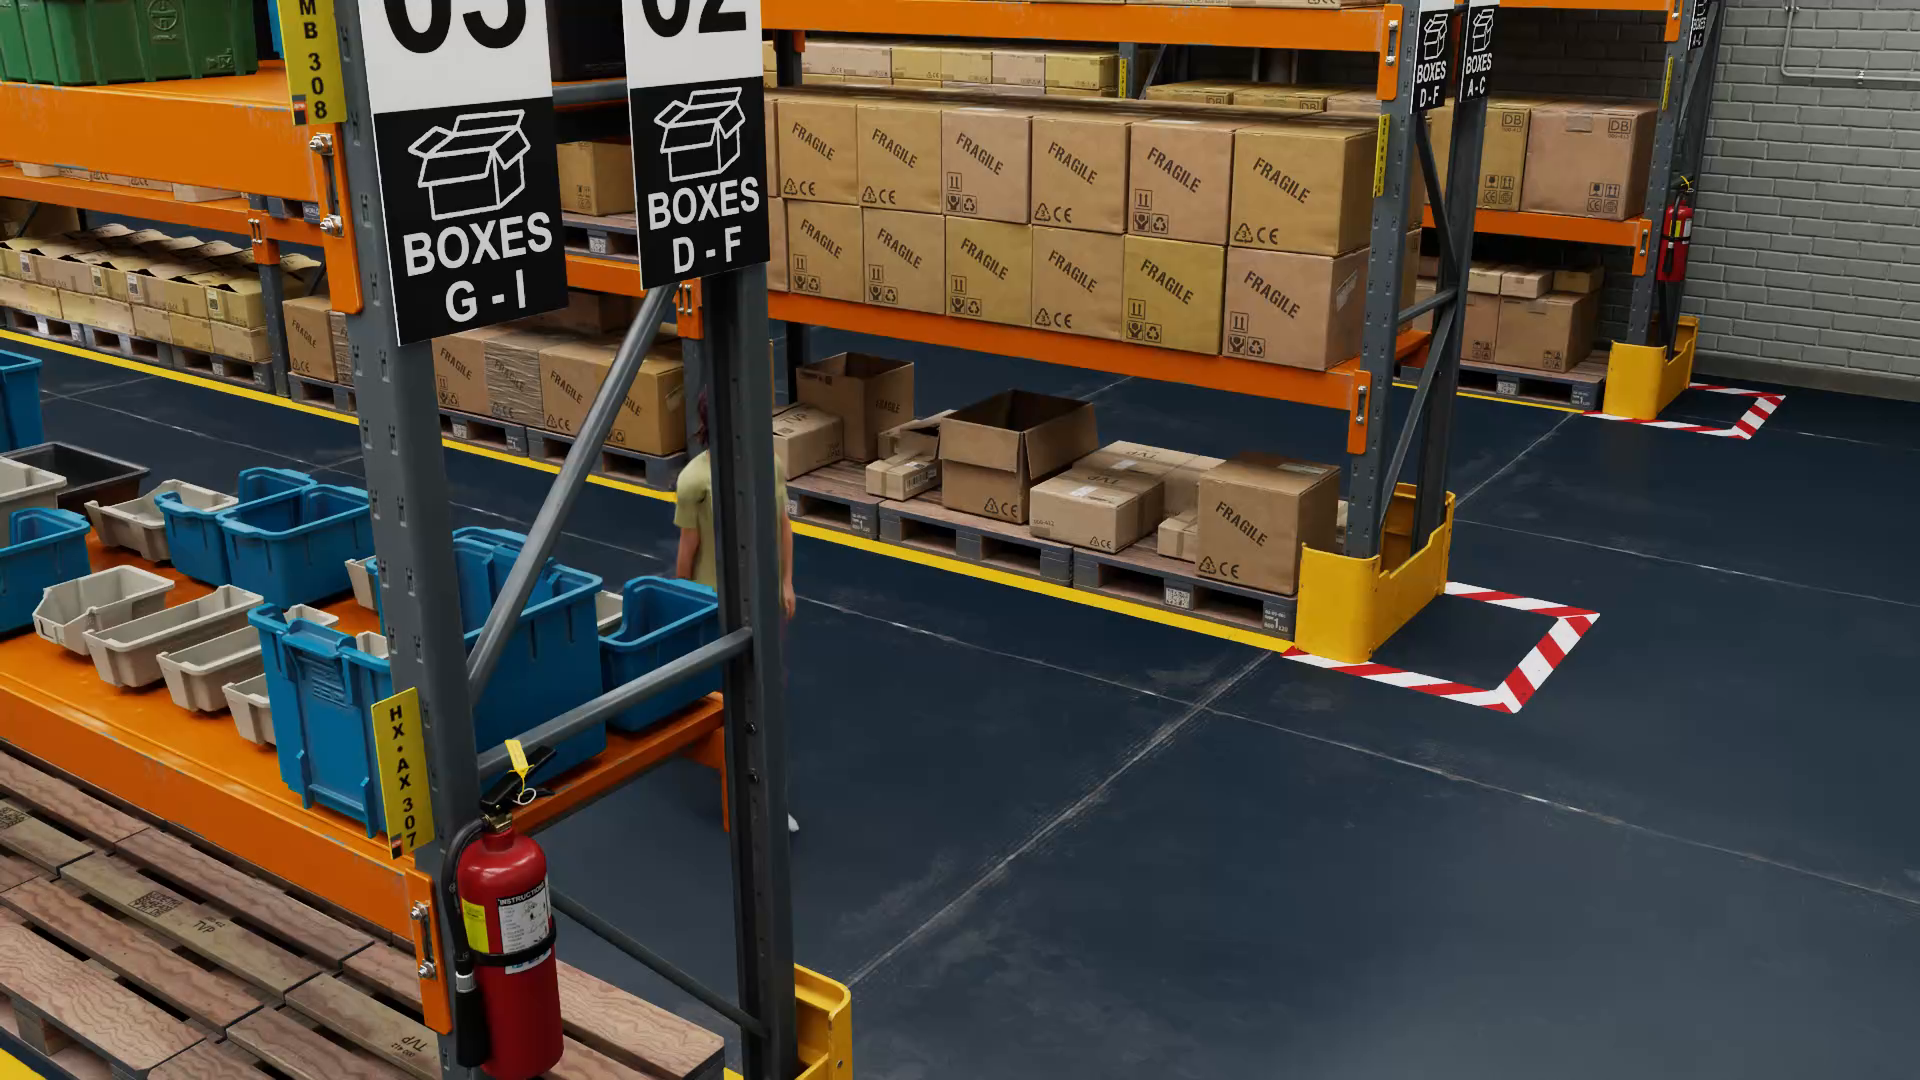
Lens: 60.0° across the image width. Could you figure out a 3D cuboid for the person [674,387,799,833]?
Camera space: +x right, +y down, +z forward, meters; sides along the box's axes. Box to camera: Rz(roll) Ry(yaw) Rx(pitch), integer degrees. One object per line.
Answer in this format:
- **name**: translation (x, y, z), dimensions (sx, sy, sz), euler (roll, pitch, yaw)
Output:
- **person**: translation (-0.822, 0.195, 6.040), dimensions (0.463, 1.628, 0.862), euler (-17, 26, -39)
